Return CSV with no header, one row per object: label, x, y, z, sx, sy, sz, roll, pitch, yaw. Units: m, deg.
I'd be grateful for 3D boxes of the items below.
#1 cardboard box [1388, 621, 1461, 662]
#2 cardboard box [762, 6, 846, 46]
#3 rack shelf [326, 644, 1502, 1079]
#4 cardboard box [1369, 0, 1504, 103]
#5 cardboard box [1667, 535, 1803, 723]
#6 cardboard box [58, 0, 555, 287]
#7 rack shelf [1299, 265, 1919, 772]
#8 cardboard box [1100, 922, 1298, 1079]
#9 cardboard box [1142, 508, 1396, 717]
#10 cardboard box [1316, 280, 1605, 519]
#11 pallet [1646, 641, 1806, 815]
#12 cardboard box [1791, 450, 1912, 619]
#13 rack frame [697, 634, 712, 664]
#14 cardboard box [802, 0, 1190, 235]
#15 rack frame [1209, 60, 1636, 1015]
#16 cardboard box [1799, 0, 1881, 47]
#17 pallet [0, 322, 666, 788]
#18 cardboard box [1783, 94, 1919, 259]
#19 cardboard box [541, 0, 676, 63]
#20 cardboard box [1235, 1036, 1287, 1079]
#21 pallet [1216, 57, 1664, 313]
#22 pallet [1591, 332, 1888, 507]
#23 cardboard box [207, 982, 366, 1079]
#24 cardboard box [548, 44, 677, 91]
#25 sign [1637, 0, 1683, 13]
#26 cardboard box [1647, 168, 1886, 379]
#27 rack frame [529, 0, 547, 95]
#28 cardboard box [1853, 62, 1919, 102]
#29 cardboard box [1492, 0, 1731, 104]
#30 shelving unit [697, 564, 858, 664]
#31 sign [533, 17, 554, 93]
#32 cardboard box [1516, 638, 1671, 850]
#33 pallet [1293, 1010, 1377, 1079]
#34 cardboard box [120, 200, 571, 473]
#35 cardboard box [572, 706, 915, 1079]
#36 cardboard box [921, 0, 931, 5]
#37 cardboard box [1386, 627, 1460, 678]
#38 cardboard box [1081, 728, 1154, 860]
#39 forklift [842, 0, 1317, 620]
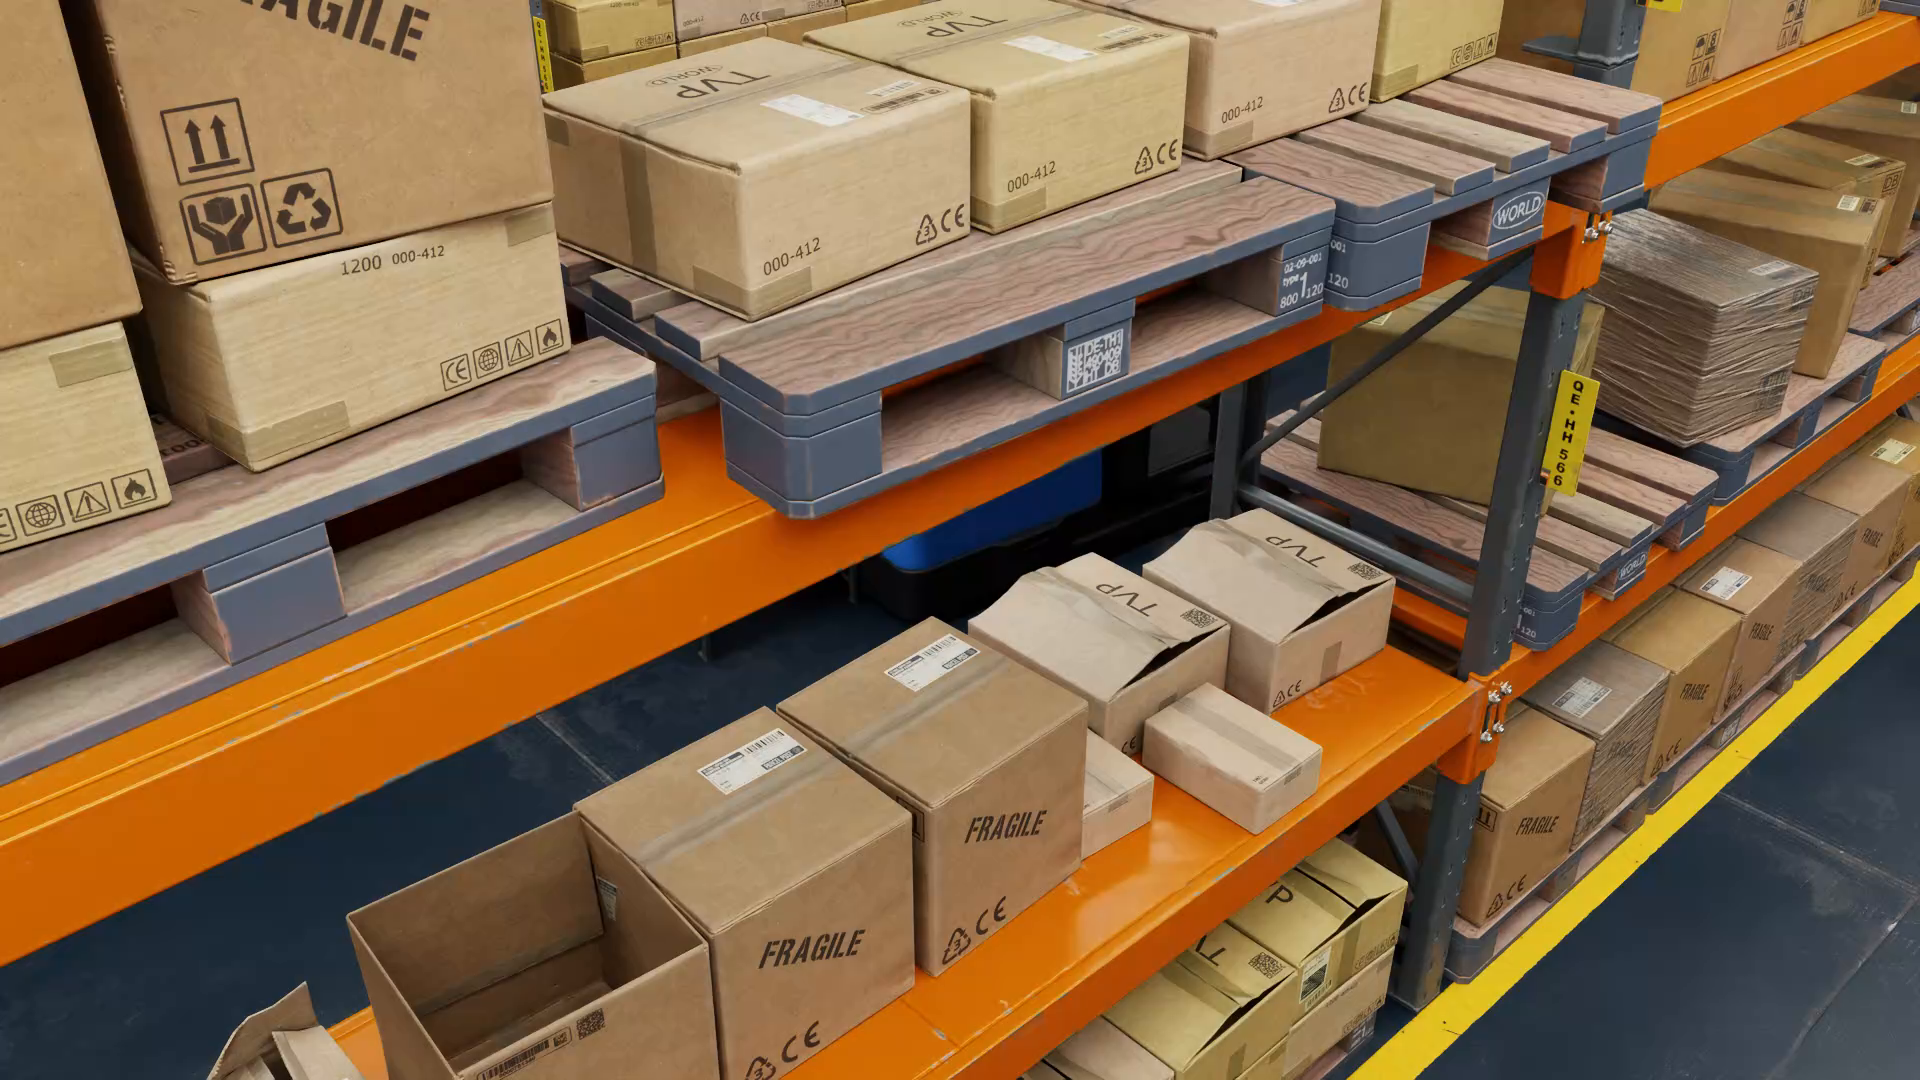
cardboard box,1.722,0.132,5.915,0.500,0.250,0.500,-24,39,-34
cardboard box,-0.928,-2.488,8.543,0.500,0.500,0.500,-26,40,-36
rack shelf,-0.309,1.032,3.876,4.000,0.370,1.077,-26,40,-35
cardboard box,0.863,-1.196,3.697,0.500,0.250,0.500,26,40,35
cardboard box,2.816,0.292,6.372,0.500,0.500,0.500,-27,41,-37
cardboard box,-0.894,-0.695,2.158,0.500,0.500,0.500,-22,38,-31
rack shelf,2.624,-0.387,6.196,4.000,0.370,1.077,-26,40,-35
cardboard box,0.565,1.237,4.547,0.500,0.311,0.500,-27,40,-36
cardboard box,0.861,0.166,4.688,0.500,0.311,0.500,-23,38,-33
cardboard box,1.543,-0.472,5.149,0.700,0.500,0.500,15,35,23
pallet,2.625,0.525,6.690,1.213,0.211,1.003,-26,40,-35
cardboard box,3.556,-0.067,6.959,0.500,0.500,0.500,-26,40,-35
rack frame,-1.160,-0.213,6.660,0.023,1.500,0.400,-21,37,-31
cardboard box,0.064,-0.805,3.057,0.500,0.250,0.500,-27,40,-36
rack frame,1.158,0.016,4.849,0.127,3.000,1.000,-26,40,-35
cardboard box,2.210,-1.839,4.912,0.500,0.500,0.910,-26,40,-35
pallet,-1.137,-0.081,2.316,0.805,0.209,1.217,27,41,37
cardboard box,3.592,-1.542,6.898,0.700,0.500,0.500,15,35,23
cardboard box,-1.684,-2.448,7.760,0.500,0.250,0.500,-25,39,-34
cardboard box,0.562,1.474,4.697,0.500,0.250,0.500,-26,40,-36
pallet,0.721,-0.908,3.666,1.003,0.211,1.213,-24,39,-33
pallet,2.581,-0.594,6.030,1.213,0.211,1.003,-26,40,-35
cardboard box,-1.255,1.110,3.188,0.258,0.266,0.396,-27,40,-37
cardboard box,-1.683,-2.130,7.958,0.500,0.500,0.500,-24,39,-34
sign,1.529,-1.303,3.559,0.005,0.325,0.100,-26,40,-35
cardboard box,2.837,-0.974,5.970,0.700,0.500,0.500,18,36,27
rack frame,-2.213,-1.878,7.945,0.127,3.000,1.000,-26,40,-35
cardboard box,4.286,-2.151,7.337,0.500,0.500,0.500,-26,40,-35
cardboard box,1.455,-1.474,4.314,0.500,0.500,0.910,-26,40,-35
shelving unit,-0.867,-0.327,6.847,0.755,1.500,0.431,-21,37,-31
sign,-1.837,-2.134,7.330,0.005,0.325,0.100,-26,40,-35
cardboard box,2.066,0.655,5.778,0.500,0.500,0.500,-27,41,-37
pallet,0.528,1.483,5.123,1.213,0.211,1.003,-26,40,-35
cardboard box,-0.916,-0.371,2.347,0.500,0.250,0.500,25,39,34
cardboard box,-0.447,0.761,3.534,0.500,0.500,0.500,-26,40,-35
cardboard box,-0.188,-2.855,9.143,0.500,0.500,0.500,-26,40,-35
cardboard box,1.684,0.473,6.075,0.500,0.500,0.500,-24,39,-34
cardboard box,0.261,0.597,4.139,0.250,0.149,0.380,-23,38,-32
forklift,0.688,-1.519,7.424,3.031,2.935,1.130,-21,37,-31
